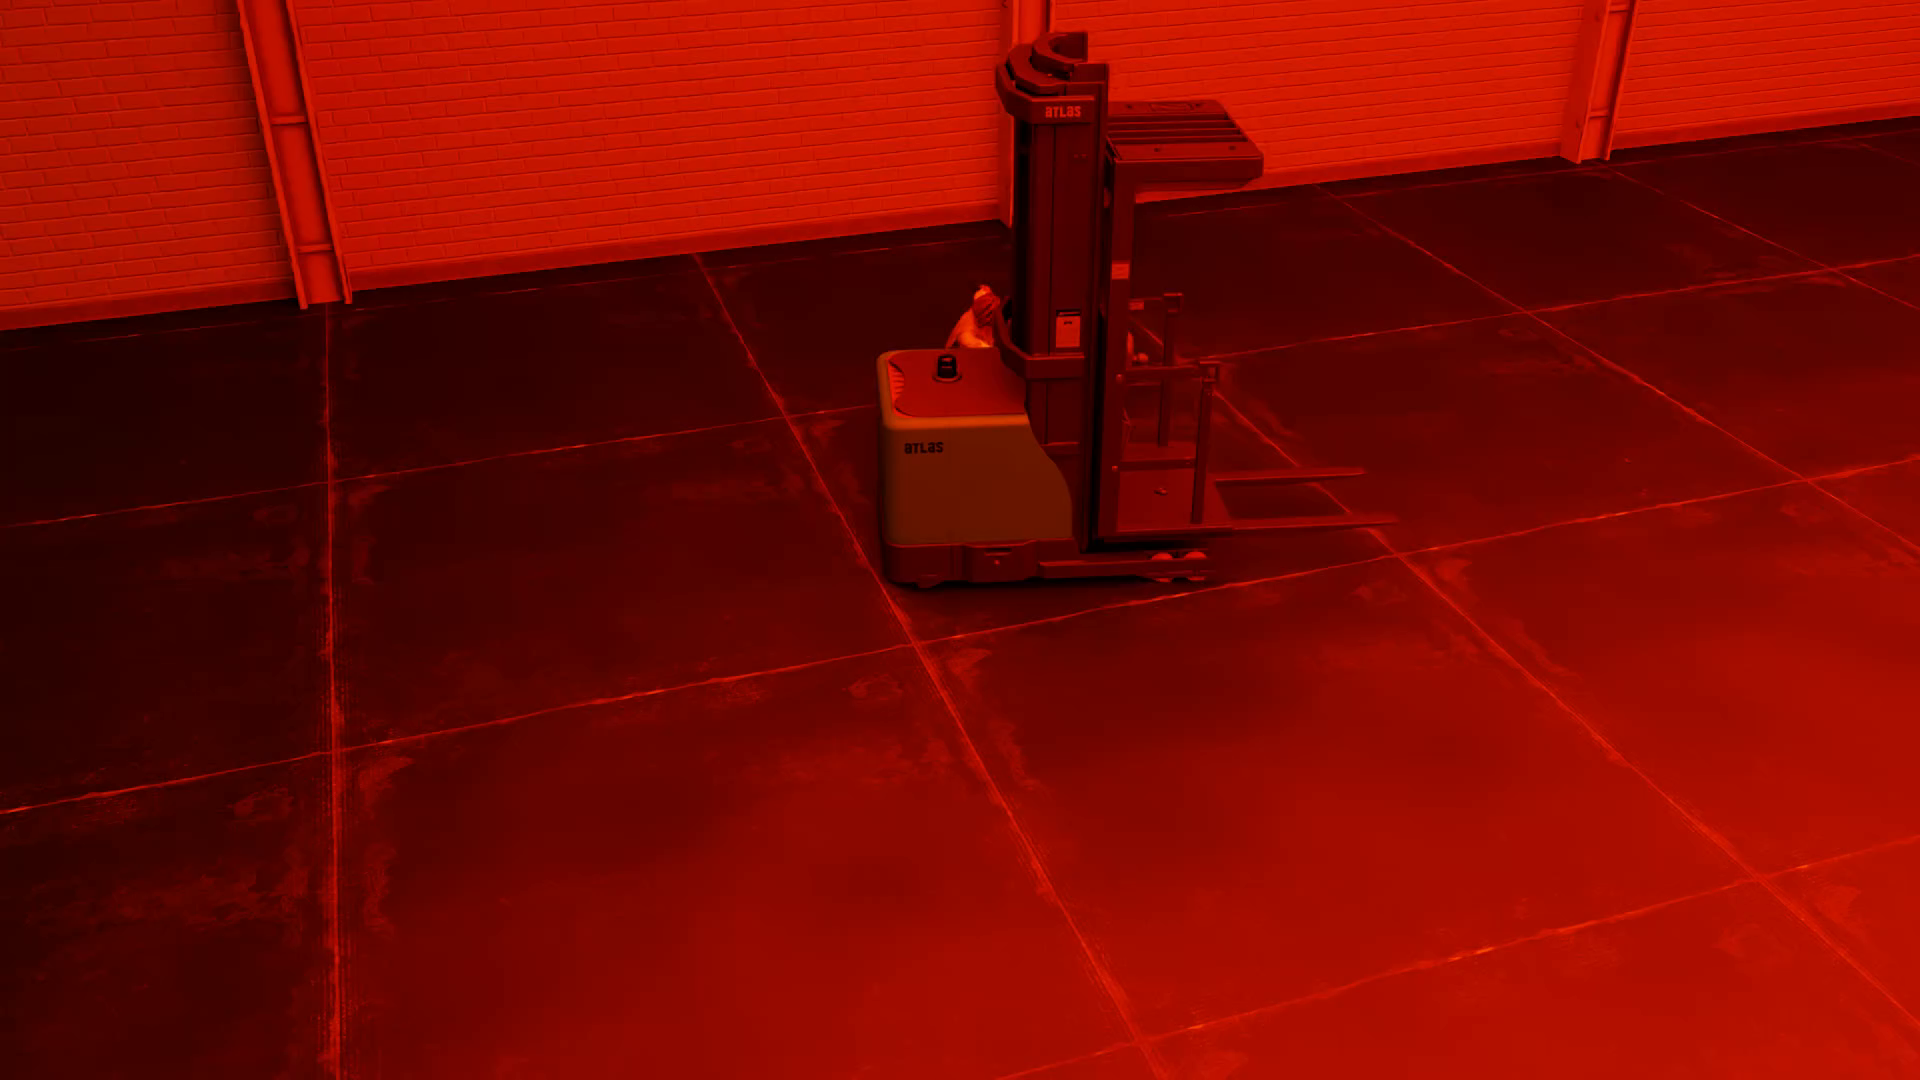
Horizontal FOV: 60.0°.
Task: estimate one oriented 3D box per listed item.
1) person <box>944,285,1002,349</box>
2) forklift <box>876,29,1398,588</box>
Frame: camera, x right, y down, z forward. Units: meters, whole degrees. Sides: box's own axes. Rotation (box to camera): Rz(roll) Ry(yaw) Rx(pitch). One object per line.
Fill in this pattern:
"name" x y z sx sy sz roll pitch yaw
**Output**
"person" 0.224 -1.030 10.478 0.748 1.204 1.131 14 33 23
"forklift" 1.037 -1.287 9.324 3.031 2.935 1.130 -3 30 -4
